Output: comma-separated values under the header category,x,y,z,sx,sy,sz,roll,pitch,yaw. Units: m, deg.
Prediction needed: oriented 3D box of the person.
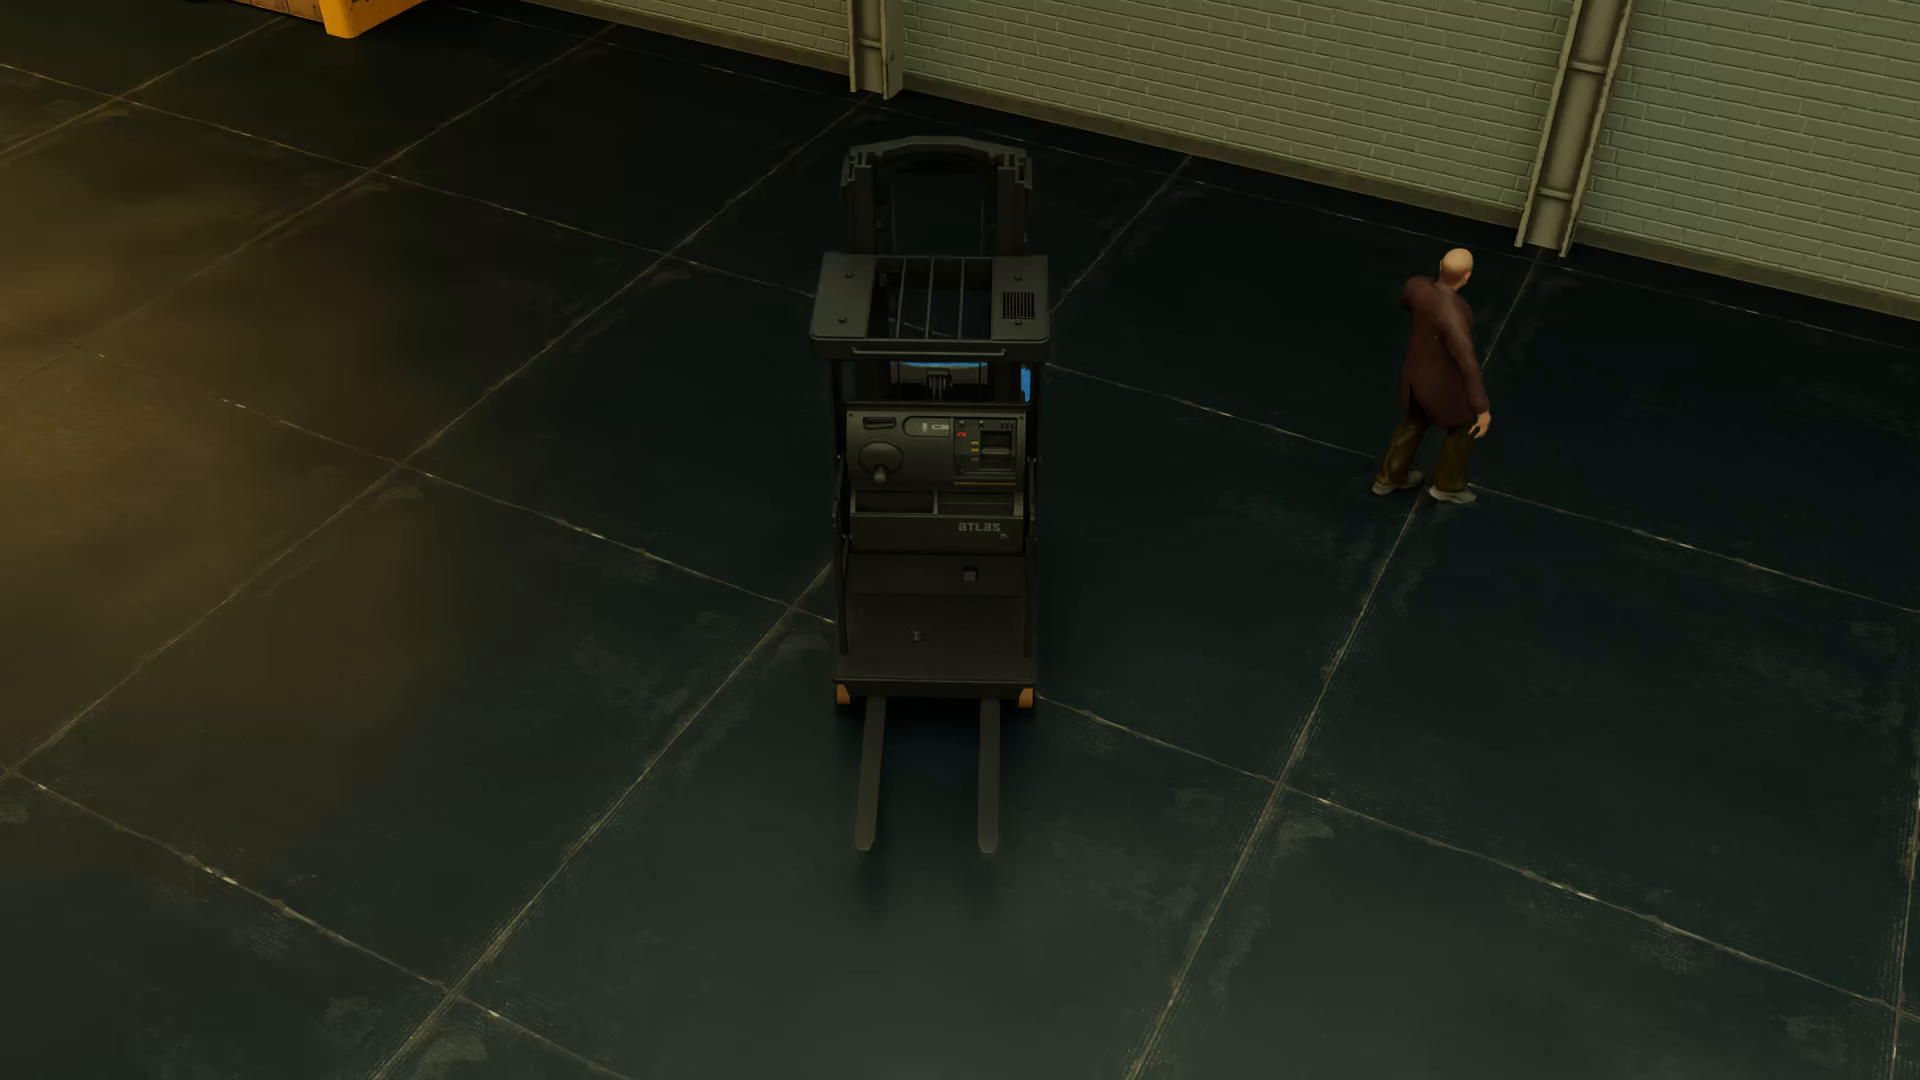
category,x,y,z,sx,sy,sz,roll,pitch,yaw
person,2.957,-0.968,10.096,0.640,1.808,1.025,-12,42,-14

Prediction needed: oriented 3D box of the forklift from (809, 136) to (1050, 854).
category,x,y,z,sx,sy,sz,roll,pitch,yaw
forklift,-0.127,-0.405,8.468,1.130,2.935,3.031,1,40,1
